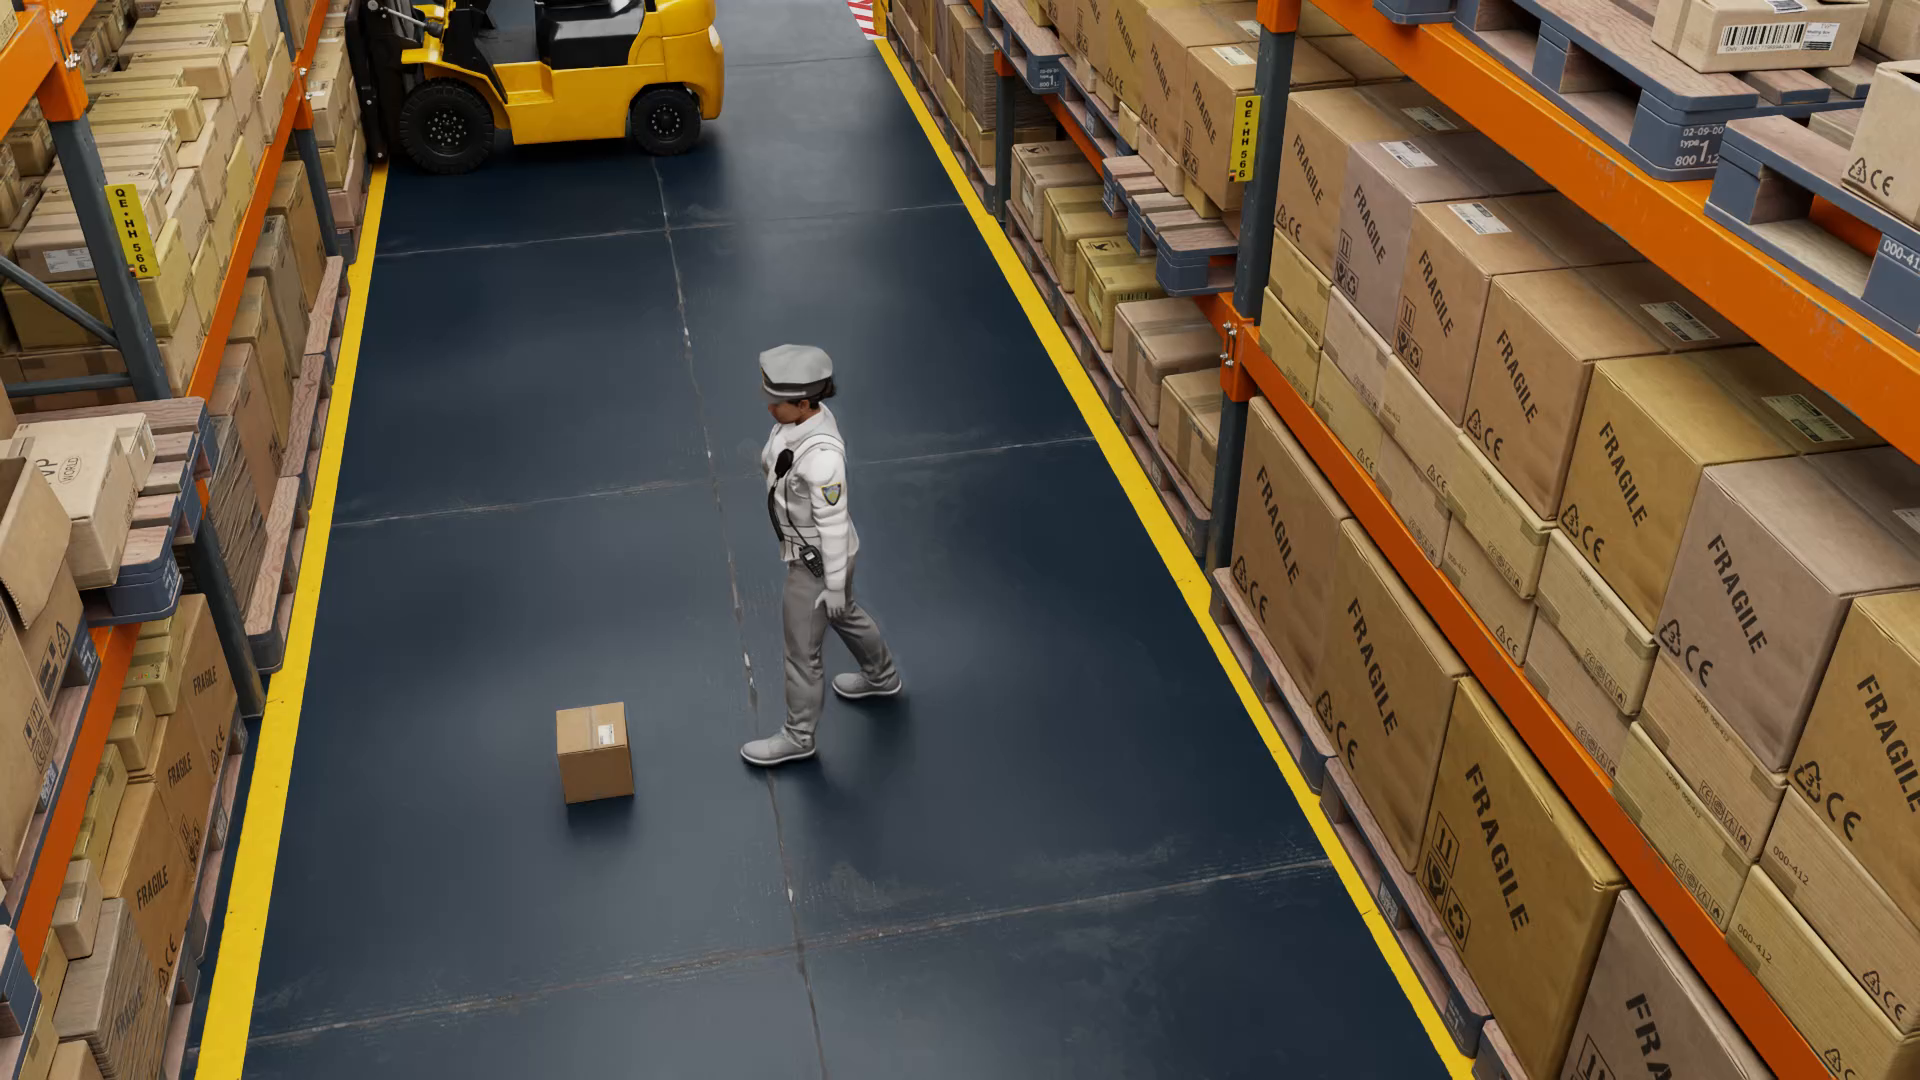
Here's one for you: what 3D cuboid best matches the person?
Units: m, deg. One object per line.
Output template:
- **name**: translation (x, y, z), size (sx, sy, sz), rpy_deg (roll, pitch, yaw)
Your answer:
- **person**: translation (-0.534, 0.051, 6.055), size (0.668, 1.653, 0.505), rpy_deg (-6, 35, -9)
